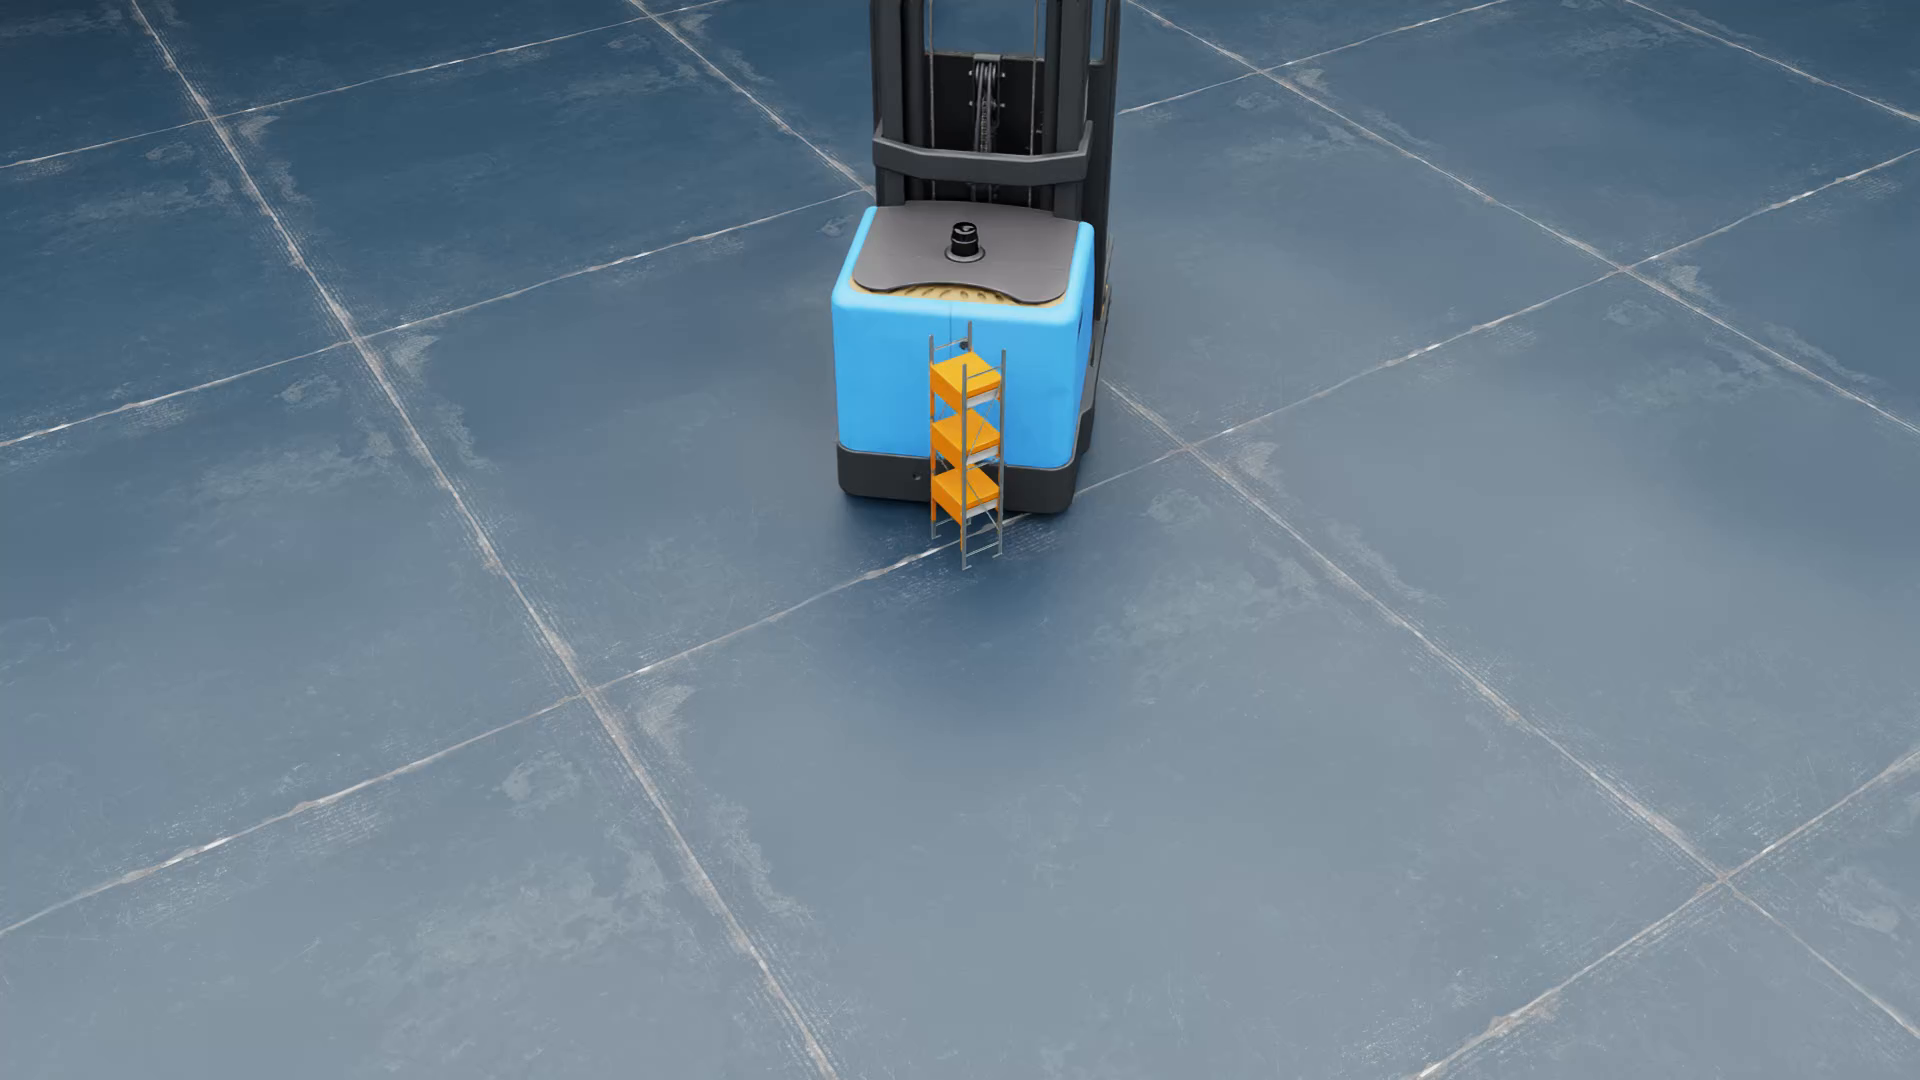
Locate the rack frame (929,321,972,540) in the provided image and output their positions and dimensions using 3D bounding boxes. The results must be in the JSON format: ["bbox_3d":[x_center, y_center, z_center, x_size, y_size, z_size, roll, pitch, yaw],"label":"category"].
[{"bbox_3d":[-0.037,-0.440,6.958,0.200,1.050,0.008,-22,45,-24],"label":"rack frame"}]

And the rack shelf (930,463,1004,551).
[{"bbox_3d":[0.029,-0.153,7.064,0.215,0.259,0.240,-22,45,-24],"label":"rack shelf"}]

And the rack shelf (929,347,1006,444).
[{"bbox_3d":[0.029,-0.584,6.704,0.215,0.259,0.240,-22,45,-24],"label":"rack shelf"}]

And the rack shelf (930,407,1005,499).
[{"bbox_3d":[0.029,-0.366,6.886,0.215,0.259,0.240,-22,45,-24],"label":"rack shelf"}]

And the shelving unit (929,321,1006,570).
[{"bbox_3d":[0.029,-0.374,6.879,0.215,1.050,0.252,-22,45,-24],"label":"shelving unit"}]

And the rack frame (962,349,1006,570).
[{"bbox_3d":[0.094,-0.309,6.800,0.200,1.050,0.008,-22,45,-24],"label":"rack frame"}]

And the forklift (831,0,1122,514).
[{"bbox_3d":[0.188,-2.185,7.582,1.130,2.935,3.031,6,40,7],"label":"forklift"}]
